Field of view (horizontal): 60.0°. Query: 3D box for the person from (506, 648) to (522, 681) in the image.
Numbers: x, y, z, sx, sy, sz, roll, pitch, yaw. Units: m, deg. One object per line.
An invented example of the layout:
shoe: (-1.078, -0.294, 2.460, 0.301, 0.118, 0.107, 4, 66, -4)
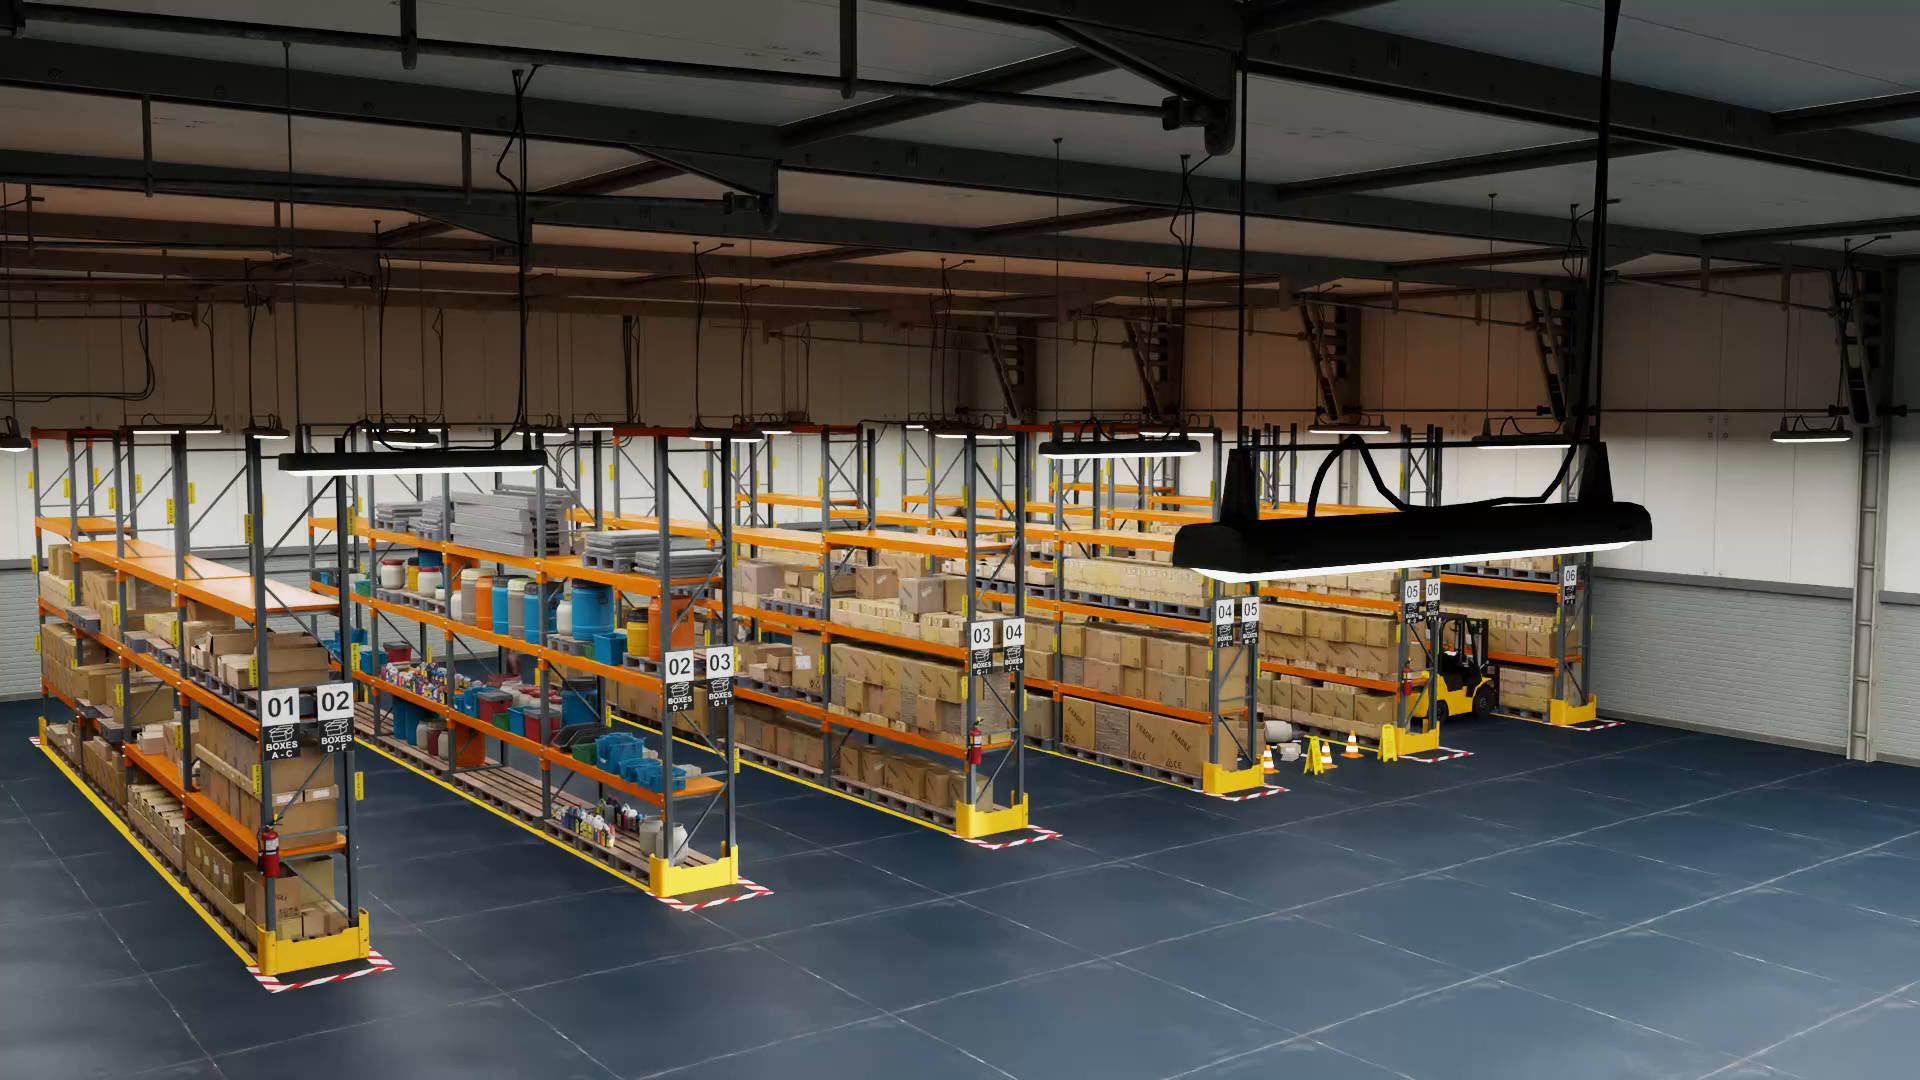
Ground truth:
person: (-8.739, 2.878, 32.883, 0.644, 1.788, 0.597, 0, 4, -6)

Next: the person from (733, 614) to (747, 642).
person: (-5.064, 2.516, 38.284, 0.513, 1.725, 0.633, 0, 4, -4)
